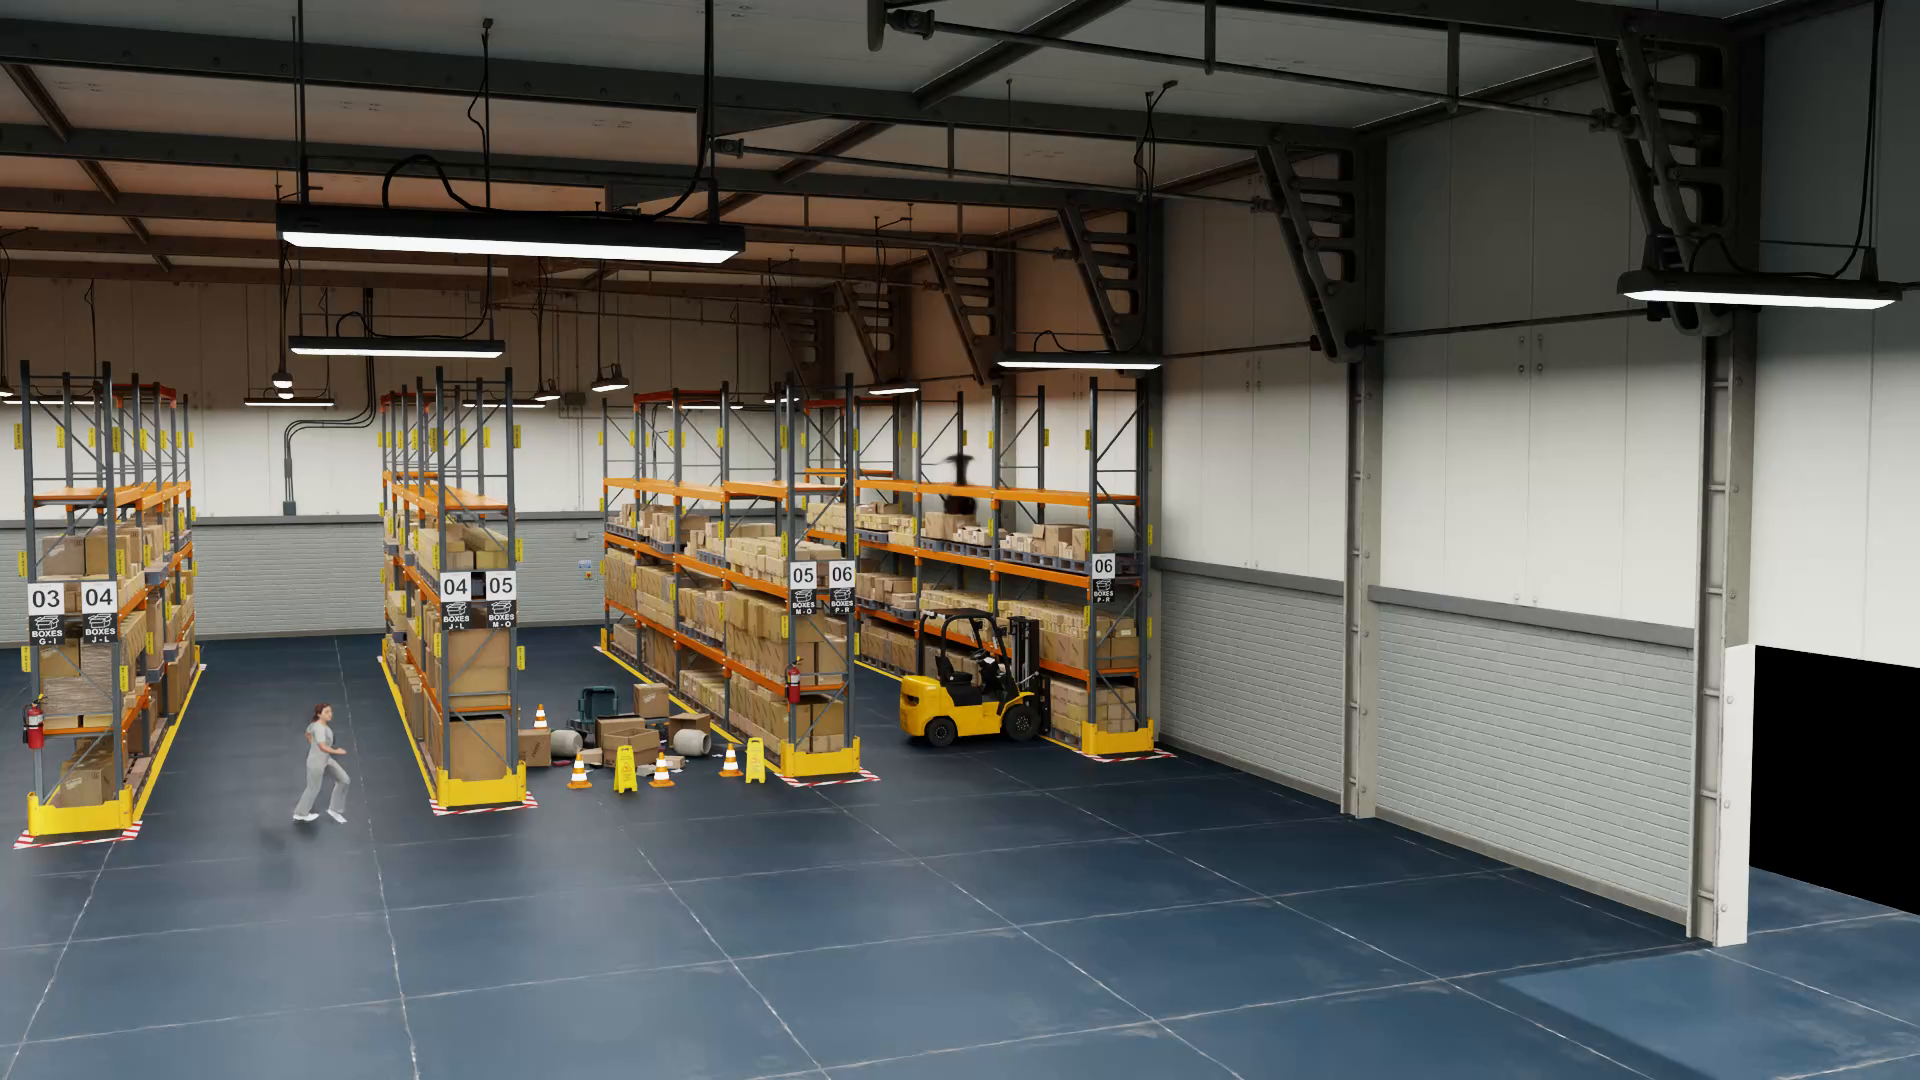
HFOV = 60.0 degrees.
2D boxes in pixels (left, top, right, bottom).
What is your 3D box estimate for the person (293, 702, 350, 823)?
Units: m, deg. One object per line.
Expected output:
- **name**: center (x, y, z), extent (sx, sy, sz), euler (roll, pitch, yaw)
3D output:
- **person**: center (-8.301, 2.909, 21.456), extent (0.737, 1.663, 0.627), euler (0, 3, -3)
